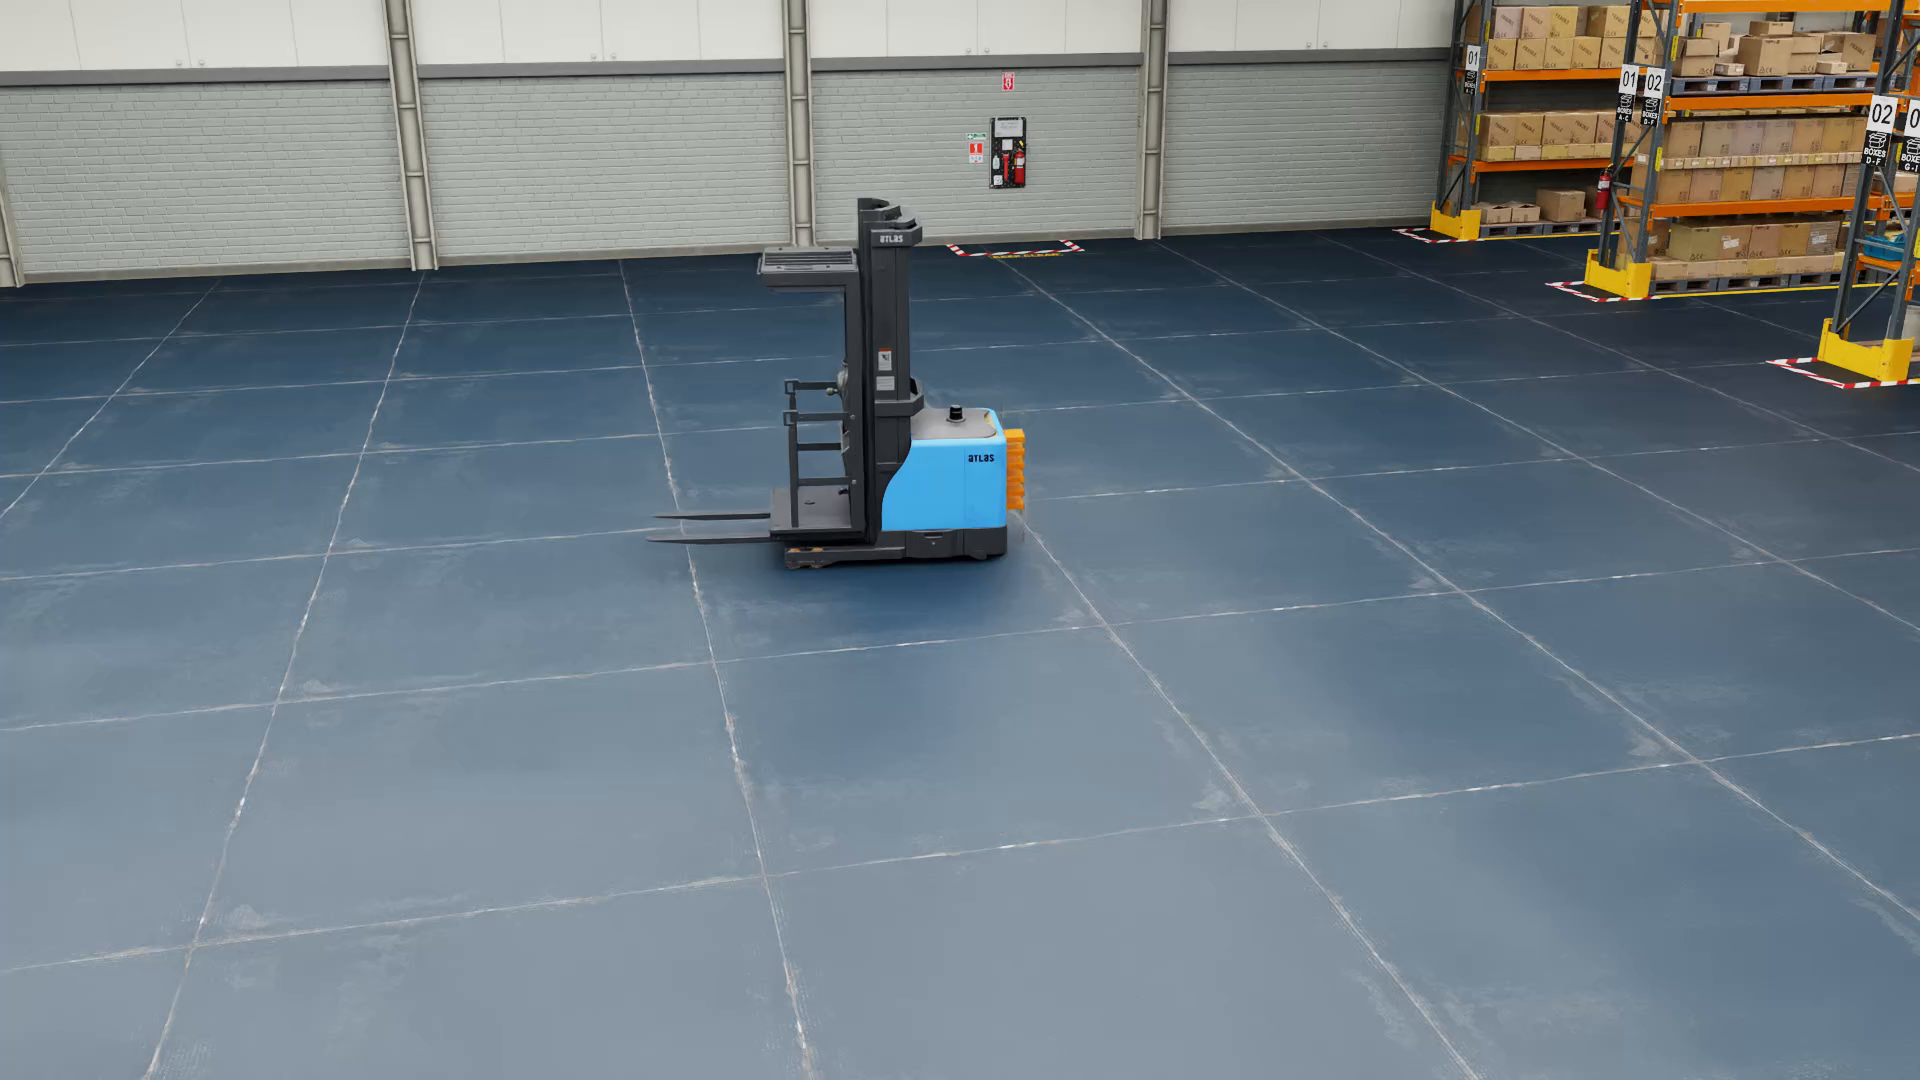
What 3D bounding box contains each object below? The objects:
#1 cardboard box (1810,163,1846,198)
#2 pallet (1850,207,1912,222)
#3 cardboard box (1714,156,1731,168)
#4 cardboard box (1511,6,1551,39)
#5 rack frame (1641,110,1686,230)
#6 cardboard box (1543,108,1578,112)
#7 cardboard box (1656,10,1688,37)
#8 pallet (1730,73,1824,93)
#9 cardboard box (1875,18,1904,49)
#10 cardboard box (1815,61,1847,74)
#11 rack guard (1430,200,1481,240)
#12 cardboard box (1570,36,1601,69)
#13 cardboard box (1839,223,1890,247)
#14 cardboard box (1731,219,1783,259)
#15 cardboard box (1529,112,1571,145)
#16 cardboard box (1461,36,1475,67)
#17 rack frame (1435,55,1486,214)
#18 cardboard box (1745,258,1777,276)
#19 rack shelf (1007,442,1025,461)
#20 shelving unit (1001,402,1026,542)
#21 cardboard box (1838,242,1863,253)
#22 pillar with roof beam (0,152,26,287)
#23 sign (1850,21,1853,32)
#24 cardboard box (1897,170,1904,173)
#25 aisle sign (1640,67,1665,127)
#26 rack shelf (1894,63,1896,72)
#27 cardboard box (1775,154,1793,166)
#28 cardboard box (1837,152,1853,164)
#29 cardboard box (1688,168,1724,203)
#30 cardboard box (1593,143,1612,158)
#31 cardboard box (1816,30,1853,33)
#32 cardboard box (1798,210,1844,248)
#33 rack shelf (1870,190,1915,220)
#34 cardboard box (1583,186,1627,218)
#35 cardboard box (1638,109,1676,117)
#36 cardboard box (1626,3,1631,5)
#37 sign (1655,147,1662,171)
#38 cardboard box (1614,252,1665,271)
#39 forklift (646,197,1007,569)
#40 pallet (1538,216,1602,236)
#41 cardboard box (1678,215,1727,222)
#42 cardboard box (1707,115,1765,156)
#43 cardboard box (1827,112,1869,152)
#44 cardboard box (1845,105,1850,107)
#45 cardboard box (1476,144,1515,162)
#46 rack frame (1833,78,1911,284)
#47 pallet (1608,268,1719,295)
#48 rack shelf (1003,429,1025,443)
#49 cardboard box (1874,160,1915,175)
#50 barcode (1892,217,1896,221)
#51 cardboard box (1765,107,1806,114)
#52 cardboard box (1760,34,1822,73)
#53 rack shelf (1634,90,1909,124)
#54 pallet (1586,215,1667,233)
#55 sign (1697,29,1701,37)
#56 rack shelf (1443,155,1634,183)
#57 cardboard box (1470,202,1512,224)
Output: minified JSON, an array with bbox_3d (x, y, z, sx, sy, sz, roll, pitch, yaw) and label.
[{"bbox_3d":[12.694,-5.403,24.780,0.500,0.500,0.700,-5,21,-13],"label":"cardboard box"},{"bbox_3d":[17.170,-6.139,30.990,1.213,0.211,1.003,-5,21,-12],"label":"pallet"},{"bbox_3d":[10.921,-5.491,24.078,0.250,0.149,0.380,-5,21,-13],"label":"cardboard box"},{"bbox_3d":[9.531,-8.685,27.895,0.500,0.500,0.500,-5,21,-13],"label":"cardboard box"},{"bbox_3d":[12.493,-7.095,29.544,0.127,3.000,1.000,-5,21,-12],"label":"rack frame"},{"bbox_3d":[10.494,-7.297,29.194,0.500,0.500,0.500,-4,21,-12],"label":"cardboard box"},{"bbox_3d":[12.068,-8.899,28.480,0.500,0.500,0.500,-6,21,-17],"label":"cardboard box"},{"bbox_3d":[11.627,-6.633,24.049,1.213,0.211,1.003,-5,21,-12],"label":"pallet"},{"bbox_3d":[16.835,-9.130,29.955,0.500,0.500,0.700,-6,21,-17],"label":"cardboard box"},{"bbox_3d":[12.525,-6.804,23.939,0.250,0.149,0.380,-5,21,-12],"label":"cardboard box"},{"bbox_3d":[8.674,-5.611,29.126,0.348,0.500,1.175,-5,21,-12],"label":"rack guard"},{"bbox_3d":[10.535,-8.309,28.322,0.500,0.500,0.500,-3,20,-9],"label":"cardboard box"},{"bbox_3d":[13.964,-4.735,25.672,0.500,0.311,0.500,-5,21,-12],"label":"cardboard box"},{"bbox_3d":[11.777,-4.465,24.660,0.500,0.500,0.500,-5,21,-12],"label":"cardboard box"},{"bbox_3d":[10.121,-7.081,28.605,0.500,0.500,0.500,-5,21,-14],"label":"cardboard box"},{"bbox_3d":[8.948,-8.361,28.465,0.500,0.500,0.500,-3,20,-9],"label":"cardboard box"},{"bbox_3d":[8.600,-6.778,28.680,0.127,3.000,1.000,-5,21,-12],"label":"rack frame"},{"bbox_3d":[11.777,-4.113,24.790,0.500,0.250,0.500,-5,21,-12],"label":"cardboard box"},{"bbox_3d":[0.456,-0.759,14.296,0.180,0.103,0.258,-2,20,-5],"label":"rack shelf"},{"bbox_3d":[0.456,-0.575,14.363,0.189,1.200,0.258,-2,20,-5],"label":"shelving unit"},{"bbox_3d":[13.973,-4.473,25.774,0.500,0.250,0.500,-5,21,-13],"label":"cardboard box"},{"bbox_3d":[-13.283,-6.600,19.470,0.400,9.000,9.100,-5,21,-12],"label":"pillar with roof beam"},{"bbox_3d":[16.266,-9.286,30.299,0.005,0.325,0.100,-5,21,-12],"label":"sign"},{"bbox_3d":[14.450,-5.505,25.399,0.258,0.266,0.396,-5,21,-14],"label":"cardboard box"},{"bbox_3d":[9.750,-6.233,23.413,0.004,0.787,0.394,-5,21,-12],"label":"aisle sign"},{"bbox_3d":[18.332,-8.641,30.448,4.000,0.370,1.077,-5,21,-12],"label":"rack shelf"},{"bbox_3d":[11.927,-5.573,24.302,0.250,0.149,0.380,-4,20,-11],"label":"cardboard box"},{"bbox_3d":[12.926,-5.655,24.525,0.250,0.149,0.380,-5,21,-14],"label":"cardboard box"},{"bbox_3d":[10.711,-5.243,24.344,0.500,0.500,0.700,-4,21,-11],"label":"cardboard box"},{"bbox_3d":[11.129,-6.813,28.964,0.500,0.250,0.500,-5,21,-13],"label":"cardboard box"},{"bbox_3d":[15.632,-8.896,29.926,0.500,0.500,0.500,-5,21,-12],"label":"cardboard box"},{"bbox_3d":[13.113,-4.763,25.476,0.500,0.500,0.500,-5,21,-12],"label":"cardboard box"},{"bbox_3d":[15.583,-5.258,25.574,4.000,0.370,1.077,-5,21,-12],"label":"rack shelf"},{"bbox_3d":[11.492,-6.032,29.638,0.500,0.500,0.500,-6,21,-17],"label":"cardboard box"},{"bbox_3d":[12.104,-7.245,29.053,0.500,0.500,0.500,-5,21,-13],"label":"cardboard box"},{"bbox_3d":[11.950,-9.086,28.991,0.500,0.500,0.500,-4,21,-11],"label":"cardboard box"},{"bbox_3d":[9.866,-5.378,23.483,0.005,0.325,0.100,-5,21,-12],"label":"sign"},{"bbox_3d":[10.198,-4.168,24.941,0.500,0.250,0.500,-5,21,-12],"label":"cardboard box"},{"bbox_3d":[-1.146,-1.325,13.892,3.031,2.935,1.130,-2,20,-5],"label":"forklift"},{"bbox_3d":[10.658,-5.623,29.579,1.213,0.211,1.003,-5,21,-12],"label":"pallet"},{"bbox_3d":[11.167,-4.605,25.043,0.500,0.500,0.500,-5,21,-12],"label":"cardboard box"},{"bbox_3d":[11.253,-5.897,24.243,0.500,0.500,0.700,-5,21,-12],"label":"cardboard box"},{"bbox_3d":[13.206,-6.056,24.676,0.500,0.500,0.700,-5,21,-12],"label":"cardboard box"},{"bbox_3d":[16.057,-7.932,30.102,0.250,0.149,0.380,-7,21,-20],"label":"cardboard box"},{"bbox_3d":[9.148,-6.650,28.518,0.500,0.250,0.500,-5,21,-14],"label":"cardboard box"},{"bbox_3d":[13.636,-5.437,25.018,0.127,3.000,1.000,-5,21,-12],"label":"rack frame"},{"bbox_3d":[10.478,-3.886,24.837,1.213,0.211,1.003,-5,21,-12],"label":"pallet"},{"bbox_3d":[0.456,-0.872,14.255,0.180,0.103,0.258,-2,20,-5],"label":"rack shelf"},{"bbox_3d":[17.131,-6.614,30.745,0.750,0.750,0.750,-5,21,-13],"label":"cardboard box"},{"bbox_3d":[13.980,-4.802,24.882,0.075,0.075,0.001,-5,21,-12],"label":"barcode"},{"bbox_3d":[14.723,-7.519,29.915,0.500,0.500,0.700,-5,21,-12],"label":"cardboard box"},{"bbox_3d":[12.005,-7.069,24.148,0.637,0.503,0.797,-2,20,-6],"label":"cardboard box"},{"bbox_3d":[11.690,-6.350,24.194,4.000,0.370,1.077,-5,21,-12],"label":"rack shelf"},{"bbox_3d":[11.847,-5.721,29.846,1.213,0.211,1.003,-5,21,-12],"label":"pallet"},{"bbox_3d":[12.625,-8.565,28.445,0.005,0.325,0.100,-5,21,-12],"label":"sign"},{"bbox_3d":[10.546,-6.599,29.236,4.000,0.370,1.077,-5,21,-12],"label":"rack shelf"},{"bbox_3d":[9.294,-5.747,29.134,0.500,0.311,0.500,-7,21,-19],"label":"cardboard box"}]
